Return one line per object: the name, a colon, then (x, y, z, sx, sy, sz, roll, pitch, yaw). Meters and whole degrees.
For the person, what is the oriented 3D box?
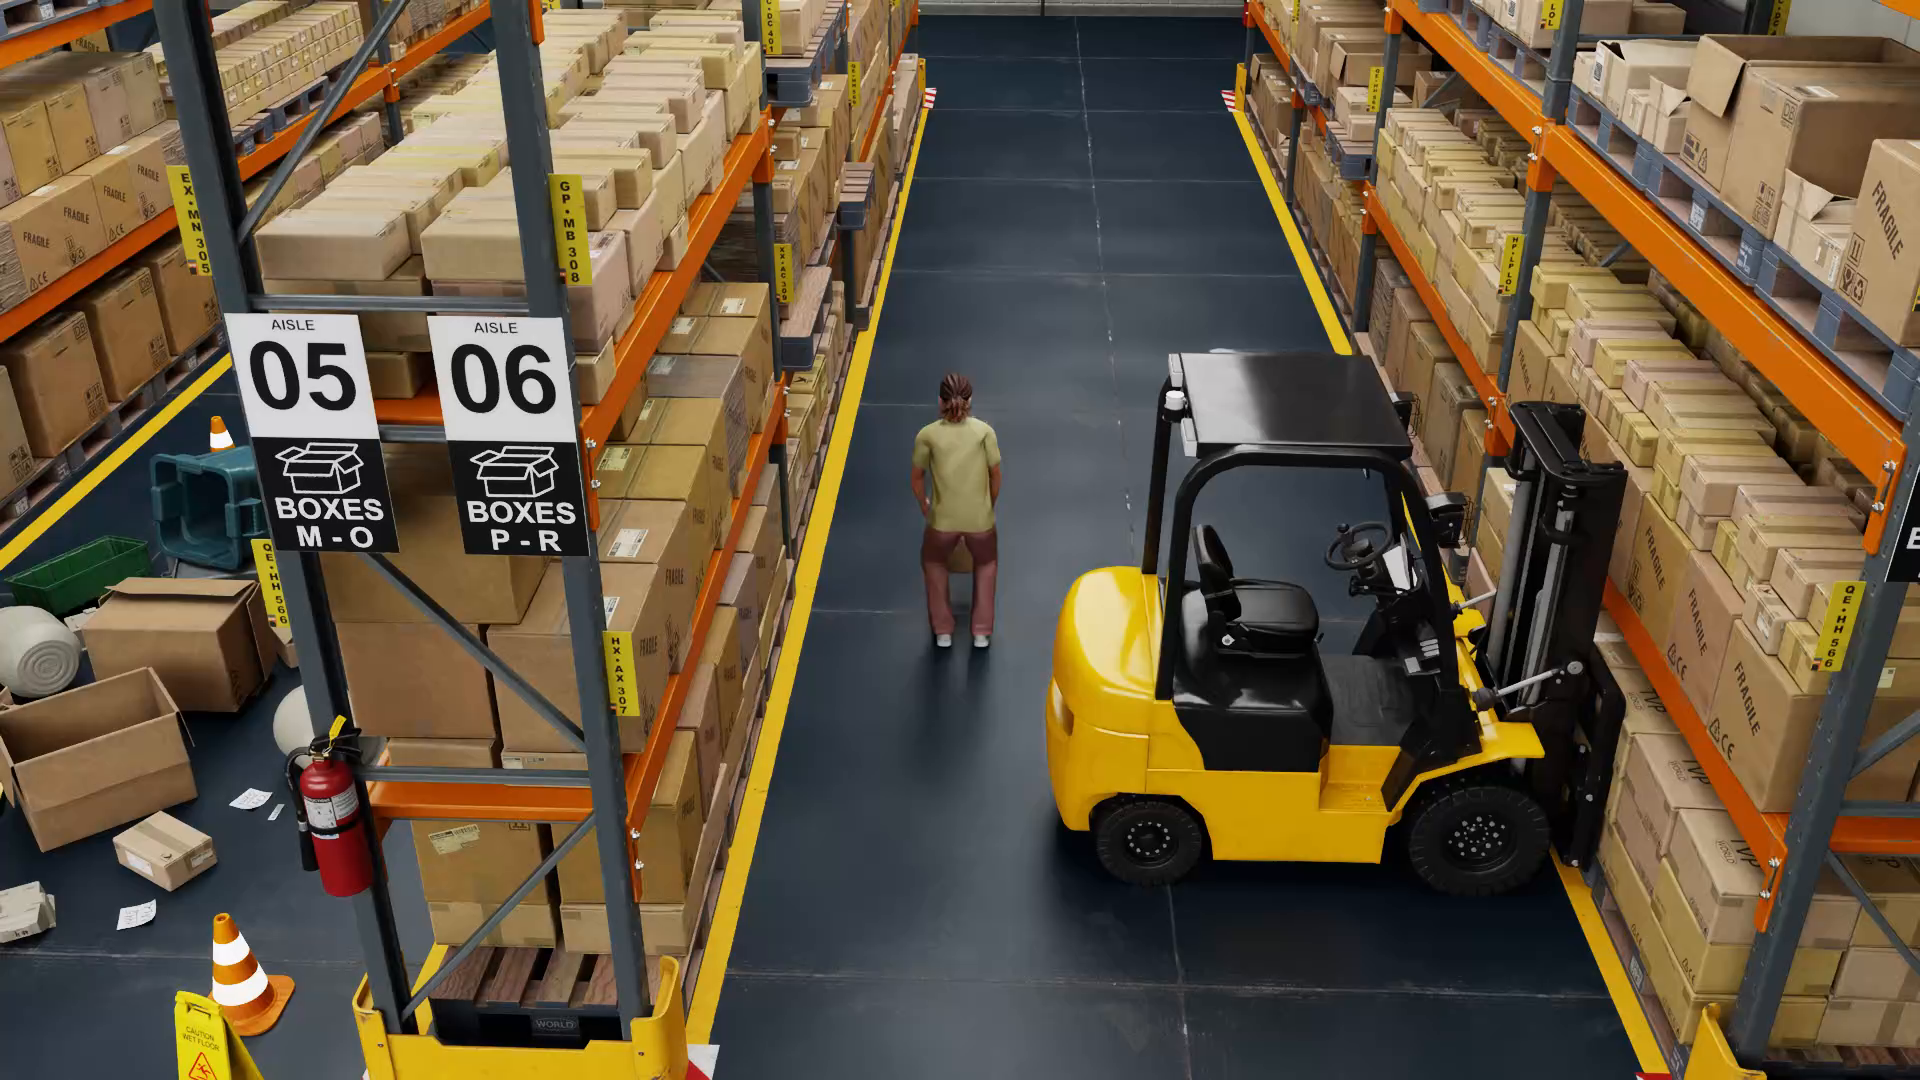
person: (-0.024, -0.142, 9.069, 0.498, 1.515, 0.533, 0, 28, 0)
